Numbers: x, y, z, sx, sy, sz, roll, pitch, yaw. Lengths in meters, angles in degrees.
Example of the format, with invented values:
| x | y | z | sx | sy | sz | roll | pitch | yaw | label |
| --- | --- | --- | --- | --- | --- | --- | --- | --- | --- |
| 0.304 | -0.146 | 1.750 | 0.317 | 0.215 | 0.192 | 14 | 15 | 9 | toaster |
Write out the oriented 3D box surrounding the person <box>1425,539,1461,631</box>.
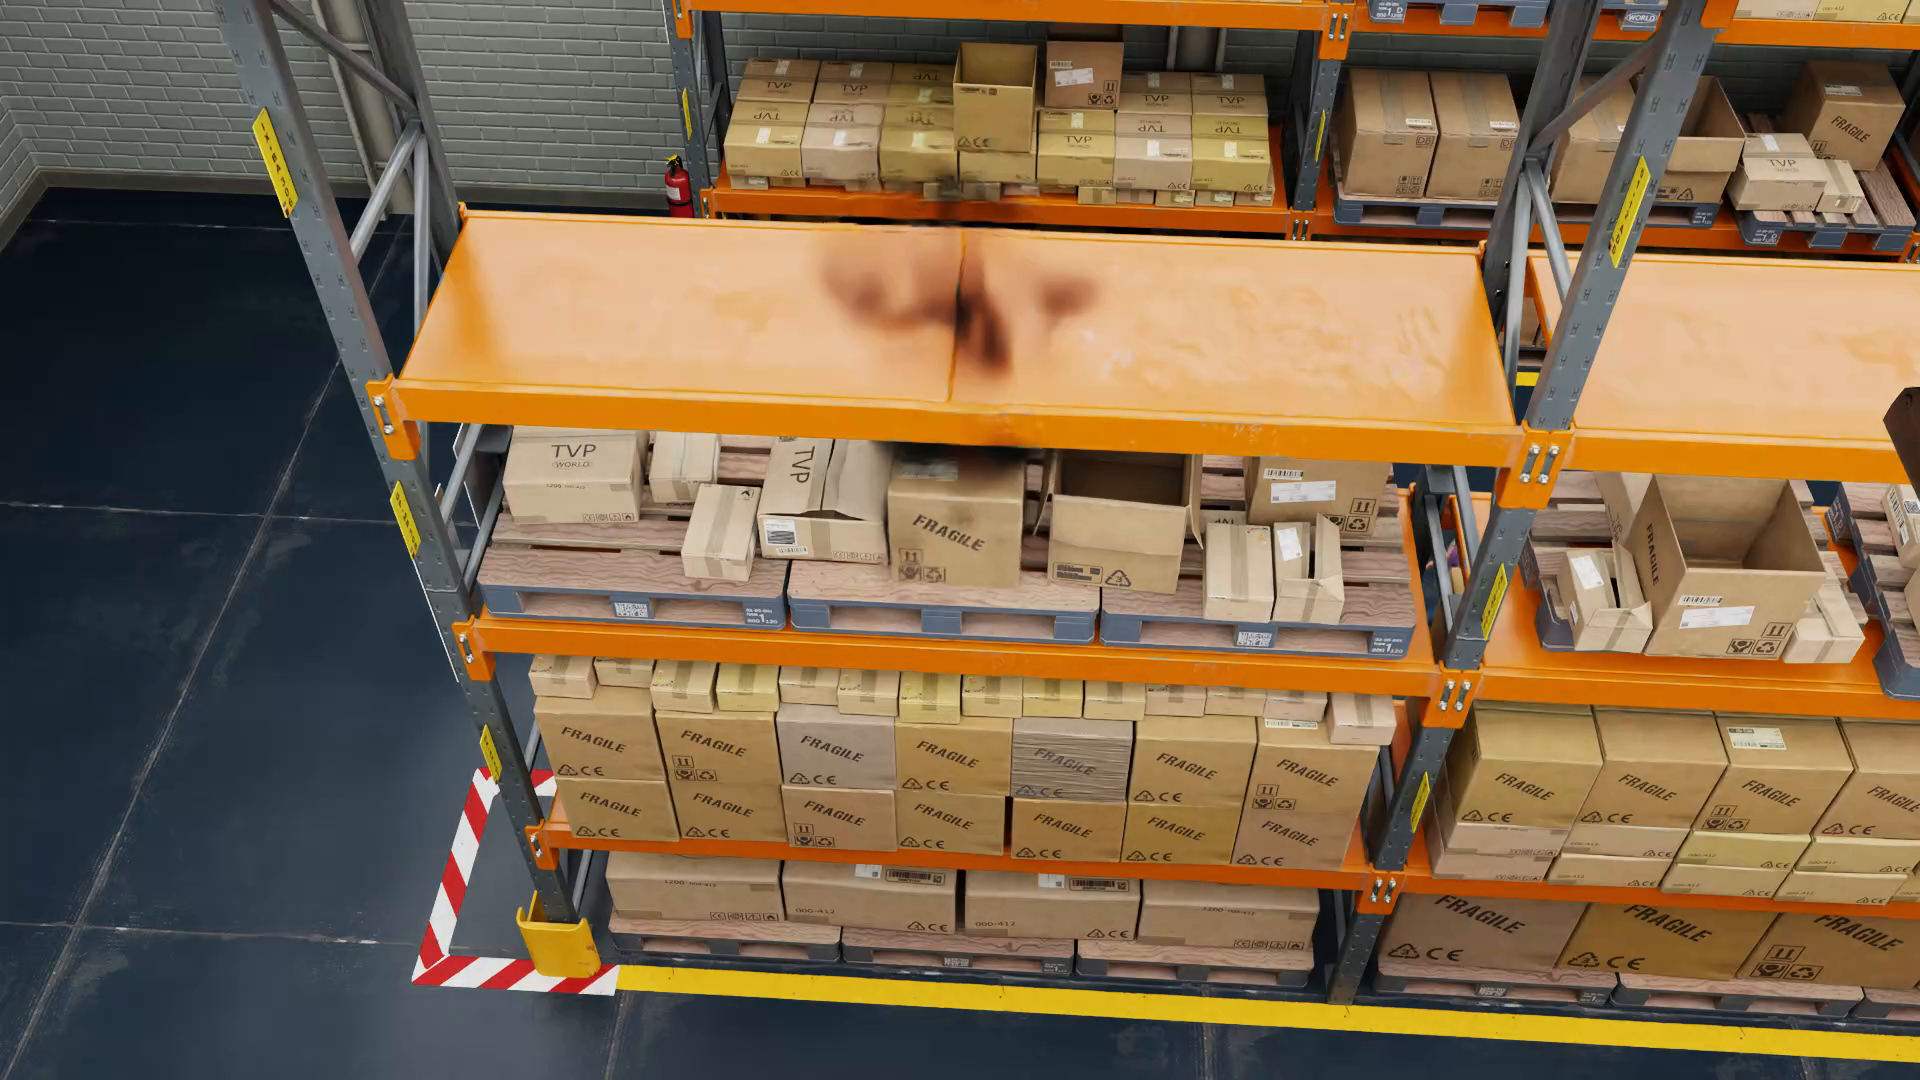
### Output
| x | y | z | sx | sy | sz | roll | pitch | yaw | label |
| --- | --- | --- | --- | --- | --- | --- | --- | --- | --- |
| 2.870 | 0.333 | 9.299 | 0.895 | 1.528 | 0.539 | -4 | 48 | -4 | person |
